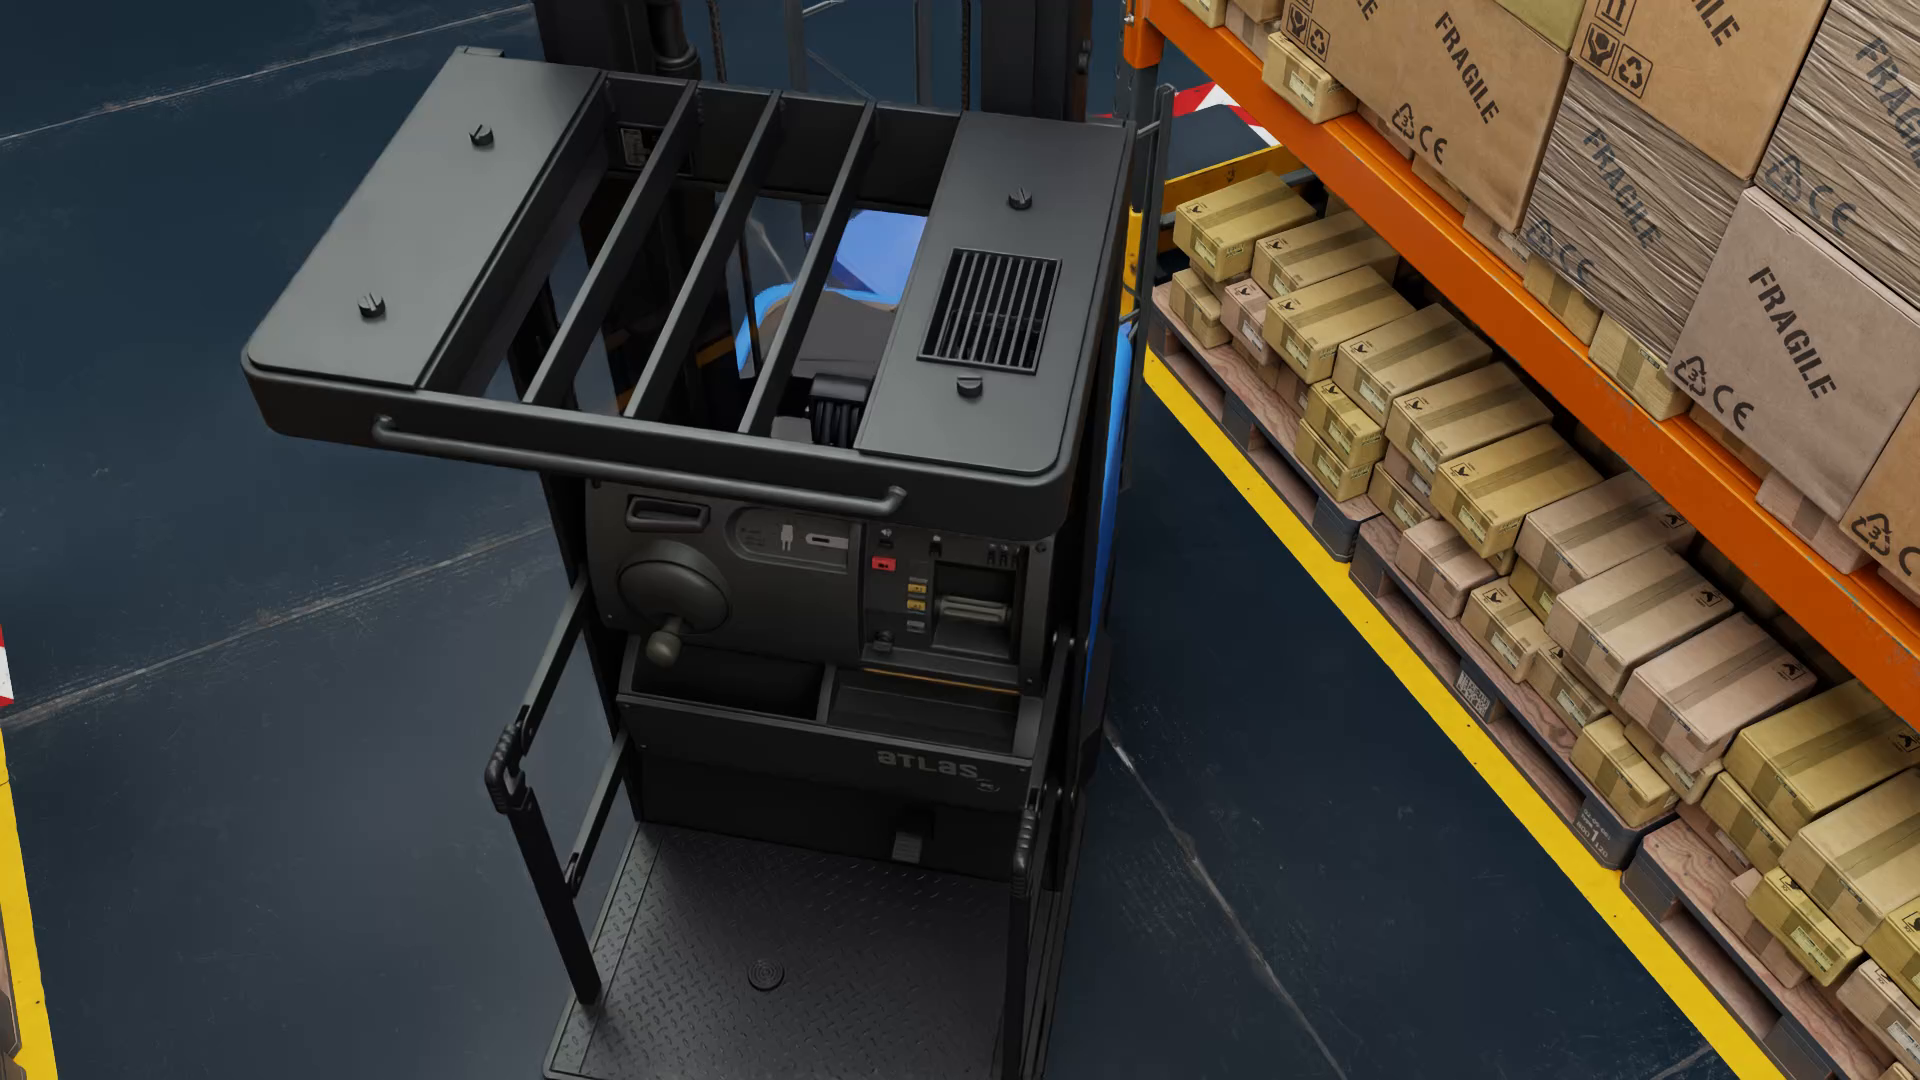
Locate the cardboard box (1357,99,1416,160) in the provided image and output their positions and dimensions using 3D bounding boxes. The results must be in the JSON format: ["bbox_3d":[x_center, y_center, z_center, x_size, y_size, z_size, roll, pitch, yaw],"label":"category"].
[{"bbox_3d":[1.304,-1.192,4.466,0.380,0.149,0.250,-19,51,-16],"label":"cardboard box"}]

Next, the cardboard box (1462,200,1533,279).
[{"bbox_3d":[1.494,-0.827,4.147,0.380,0.149,0.250,-22,52,-18],"label":"cardboard box"}]

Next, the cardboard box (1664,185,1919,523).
[{"bbox_3d":[1.873,-0.446,3.384,0.500,0.500,0.500,-21,52,-18],"label":"cardboard box"}]

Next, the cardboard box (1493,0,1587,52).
[{"bbox_3d":[1.402,-1.462,3.607,0.500,0.500,0.500,-22,52,-18],"label":"cardboard box"}]

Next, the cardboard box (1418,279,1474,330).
[{"bbox_3d":[1.713,-0.781,5.357,0.380,0.149,0.250,-23,53,-19],"label":"cardboard box"}]

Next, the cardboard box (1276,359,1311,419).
[{"bbox_3d":[1.245,-0.513,5.321,0.380,0.149,0.250,-21,52,-17],"label":"cardboard box"}]

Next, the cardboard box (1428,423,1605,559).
[{"bbox_3d":[1.535,-0.139,4.598,0.380,0.149,0.250,-20,52,-17],"label":"cardboard box"}]

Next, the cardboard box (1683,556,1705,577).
[{"bbox_3d":[2.109,0.034,4.842,0.380,0.149,0.250,-20,52,-17],"label":"cardboard box"}]

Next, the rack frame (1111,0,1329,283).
[{"bbox_3d":[0.978,-2.085,5.081,1.000,3.000,0.127,-21,52,-18],"label":"rack frame"}]

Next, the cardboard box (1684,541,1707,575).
[{"bbox_3d":[2.213,-0.086,4.750,0.380,0.149,0.250,-21,52,-17],"label":"cardboard box"}]

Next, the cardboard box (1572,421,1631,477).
[{"bbox_3d":[1.998,-0.326,4.762,0.380,0.149,0.250,-23,53,-19],"label":"cardboard box"}]

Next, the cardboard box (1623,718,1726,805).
[{"bbox_3d":[1.947,0.478,4.257,0.380,0.149,0.250,-20,52,-17],"label":"cardboard box"}]

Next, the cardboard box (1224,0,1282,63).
[{"bbox_3d":[0.988,-1.517,4.751,0.380,0.149,0.250,-19,52,-16],"label":"cardboard box"}]

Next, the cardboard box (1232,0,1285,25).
[{"bbox_3d":[0.938,-1.820,4.585,0.500,0.500,0.500,-19,51,-16],"label":"cardboard box"}]

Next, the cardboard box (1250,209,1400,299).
[{"bbox_3d":[1.149,-0.870,5.238,0.380,0.149,0.250,-20,52,-17],"label":"cardboard box"}]

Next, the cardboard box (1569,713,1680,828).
[{"bbox_3d":[1.852,0.555,4.387,0.380,0.149,0.250,-21,52,-18],"label":"cardboard box"}]

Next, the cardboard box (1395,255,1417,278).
[{"bbox_3d":[1.509,-1.026,5.374,0.380,0.149,0.250,-20,52,-17],"label":"cardboard box"}]

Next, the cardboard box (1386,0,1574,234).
[{"bbox_3d":[1.418,-1.139,3.989,0.500,0.500,0.500,-21,52,-17],"label":"cardboard box"}]

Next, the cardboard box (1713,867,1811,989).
[{"bbox_3d":[2.103,0.890,4.094,0.380,0.149,0.250,-23,53,-19],"label":"cardboard box"}]

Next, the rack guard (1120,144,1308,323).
[{"bbox_3d":[1.013,-1.211,5.977,1.175,0.500,0.348,-21,52,-18],"label":"rack guard"}]

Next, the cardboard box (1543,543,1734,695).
[{"bbox_3d":[1.752,0.200,4.302,0.380,0.149,0.250,-23,53,-19],"label":"cardboard box"}]

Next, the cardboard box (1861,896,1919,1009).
[{"bbox_3d":[2.262,0.891,3.698,0.380,0.149,0.250,-21,52,-17],"label":"cardboard box"}]

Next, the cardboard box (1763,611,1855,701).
[{"bbox_3d":[2.362,0.279,4.431,0.380,0.149,0.250,-19,51,-16],"label":"cardboard box"}]

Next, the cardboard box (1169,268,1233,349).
[{"bbox_3d":[0.933,-0.824,5.593,0.380,0.149,0.250,-20,52,-17],"label":"cardboard box"}]

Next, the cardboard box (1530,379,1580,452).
[{"bbox_3d":[1.961,-0.438,5.058,0.380,0.149,0.250,-20,52,-17],"label":"cardboard box"}]

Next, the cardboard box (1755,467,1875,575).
[{"bbox_3d":[1.939,-0.123,3.531,0.380,0.149,0.250,-23,53,-19],"label":"cardboard box"}]

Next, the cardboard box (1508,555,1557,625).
[{"bbox_3d":[1.758,0.098,4.589,0.380,0.149,0.250,-19,51,-16],"label":"cardboard box"}]

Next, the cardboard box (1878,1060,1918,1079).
[{"bbox_3d":[2.326,1.247,3.781,0.380,0.149,0.250,-21,52,-17],"label":"cardboard box"}]

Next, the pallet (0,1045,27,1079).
[{"bbox_3d":[-2.489,1.797,3.538,1.003,0.211,1.213,-21,52,-18],"label":"pallet"}]

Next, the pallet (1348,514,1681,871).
[{"bbox_3d":[1.907,0.255,4.887,1.003,0.211,1.213,-21,52,-18],"label":"pallet"}]

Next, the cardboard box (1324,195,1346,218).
[{"bbox_3d":[1.473,-1.128,5.661,0.380,0.149,0.250,-22,53,-18],"label":"cardboard box"}]

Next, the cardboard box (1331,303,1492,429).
[{"bbox_3d":[1.337,-0.520,4.931,0.380,0.149,0.250,-24,53,-19],"label":"cardboard box"}]

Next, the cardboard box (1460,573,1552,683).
[{"bbox_3d":[1.653,0.207,4.691,0.380,0.149,0.250,-21,52,-18],"label":"cardboard box"}]

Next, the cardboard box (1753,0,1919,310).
[{"bbox_3d":[1.890,-0.781,3.012,0.500,0.500,0.500,-20,52,-17],"label":"cardboard box"}]

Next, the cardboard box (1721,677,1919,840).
[{"bbox_3d":[2.092,0.526,4.017,0.380,0.149,0.250,-20,52,-16],"label":"cardboard box"}]

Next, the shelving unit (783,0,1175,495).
[{"bbox_3d":[0.030,-0.855,5.001,0.538,1.500,1.048,-32,56,-25],"label":"shelving unit"}]

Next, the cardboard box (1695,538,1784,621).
[{"bbox_3d":[2.221,0.018,4.461,0.380,0.149,0.250,-23,53,-19],"label":"cardboard box"}]

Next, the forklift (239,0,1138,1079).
[{"bbox_3d":[-0.322,0.197,3.131,1.130,2.935,3.031,8,49,7],"label":"forklift"}]

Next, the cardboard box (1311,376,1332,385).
[{"bbox_3d":[1.255,-0.608,5.206,0.380,0.149,0.250,-21,52,-17],"label":"cardboard box"}]

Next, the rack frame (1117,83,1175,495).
[{"bbox_3d":[0.351,-0.558,4.742,0.500,1.500,0.032,-32,56,-25],"label":"rack frame"}]

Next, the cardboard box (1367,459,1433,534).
[{"bbox_3d":[1.466,-0.166,5.018,0.380,0.149,0.250,-21,52,-17],"label":"cardboard box"}]

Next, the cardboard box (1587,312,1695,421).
[{"bbox_3d":[1.690,-0.457,3.824,0.380,0.149,0.250,-20,52,-17],"label":"cardboard box"}]

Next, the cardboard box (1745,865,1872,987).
[{"bbox_3d":[2.108,0.843,3.937,0.380,0.149,0.250,-23,53,-19],"label":"cardboard box"}]

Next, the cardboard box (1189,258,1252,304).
[{"bbox_3d":[0.989,-0.944,5.500,0.380,0.149,0.250,-19,52,-16],"label":"cardboard box"}]

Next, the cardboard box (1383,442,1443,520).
[{"bbox_3d":[1.482,-0.254,4.896,0.380,0.149,0.250,-23,53,-19],"label":"cardboard box"}]
